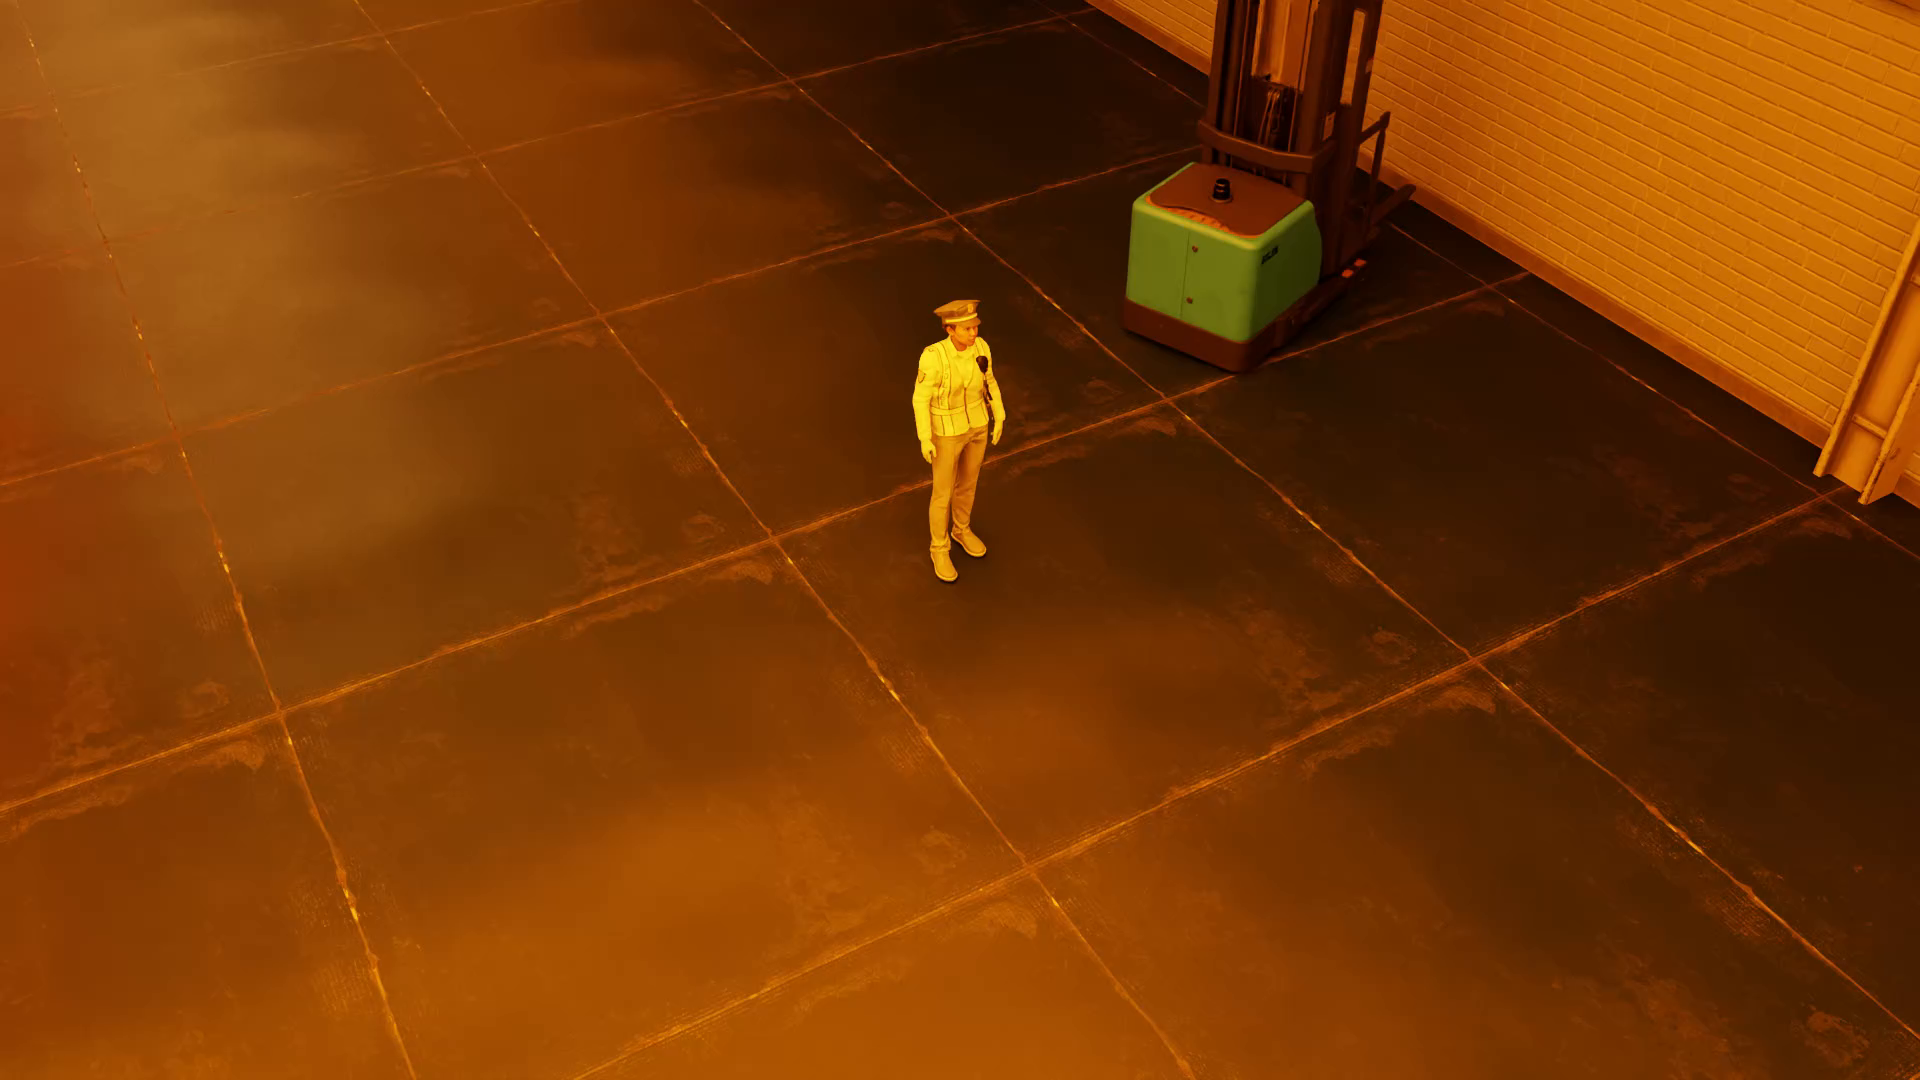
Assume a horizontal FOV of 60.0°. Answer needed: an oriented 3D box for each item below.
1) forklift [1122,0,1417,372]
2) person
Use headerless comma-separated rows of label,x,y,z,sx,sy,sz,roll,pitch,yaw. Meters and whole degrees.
forklift,2.487,-3.187,11.879,1.130,2.935,3.031,27,47,29
person,0.028,-0.619,9.739,0.587,1.696,0.534,-20,44,-23
